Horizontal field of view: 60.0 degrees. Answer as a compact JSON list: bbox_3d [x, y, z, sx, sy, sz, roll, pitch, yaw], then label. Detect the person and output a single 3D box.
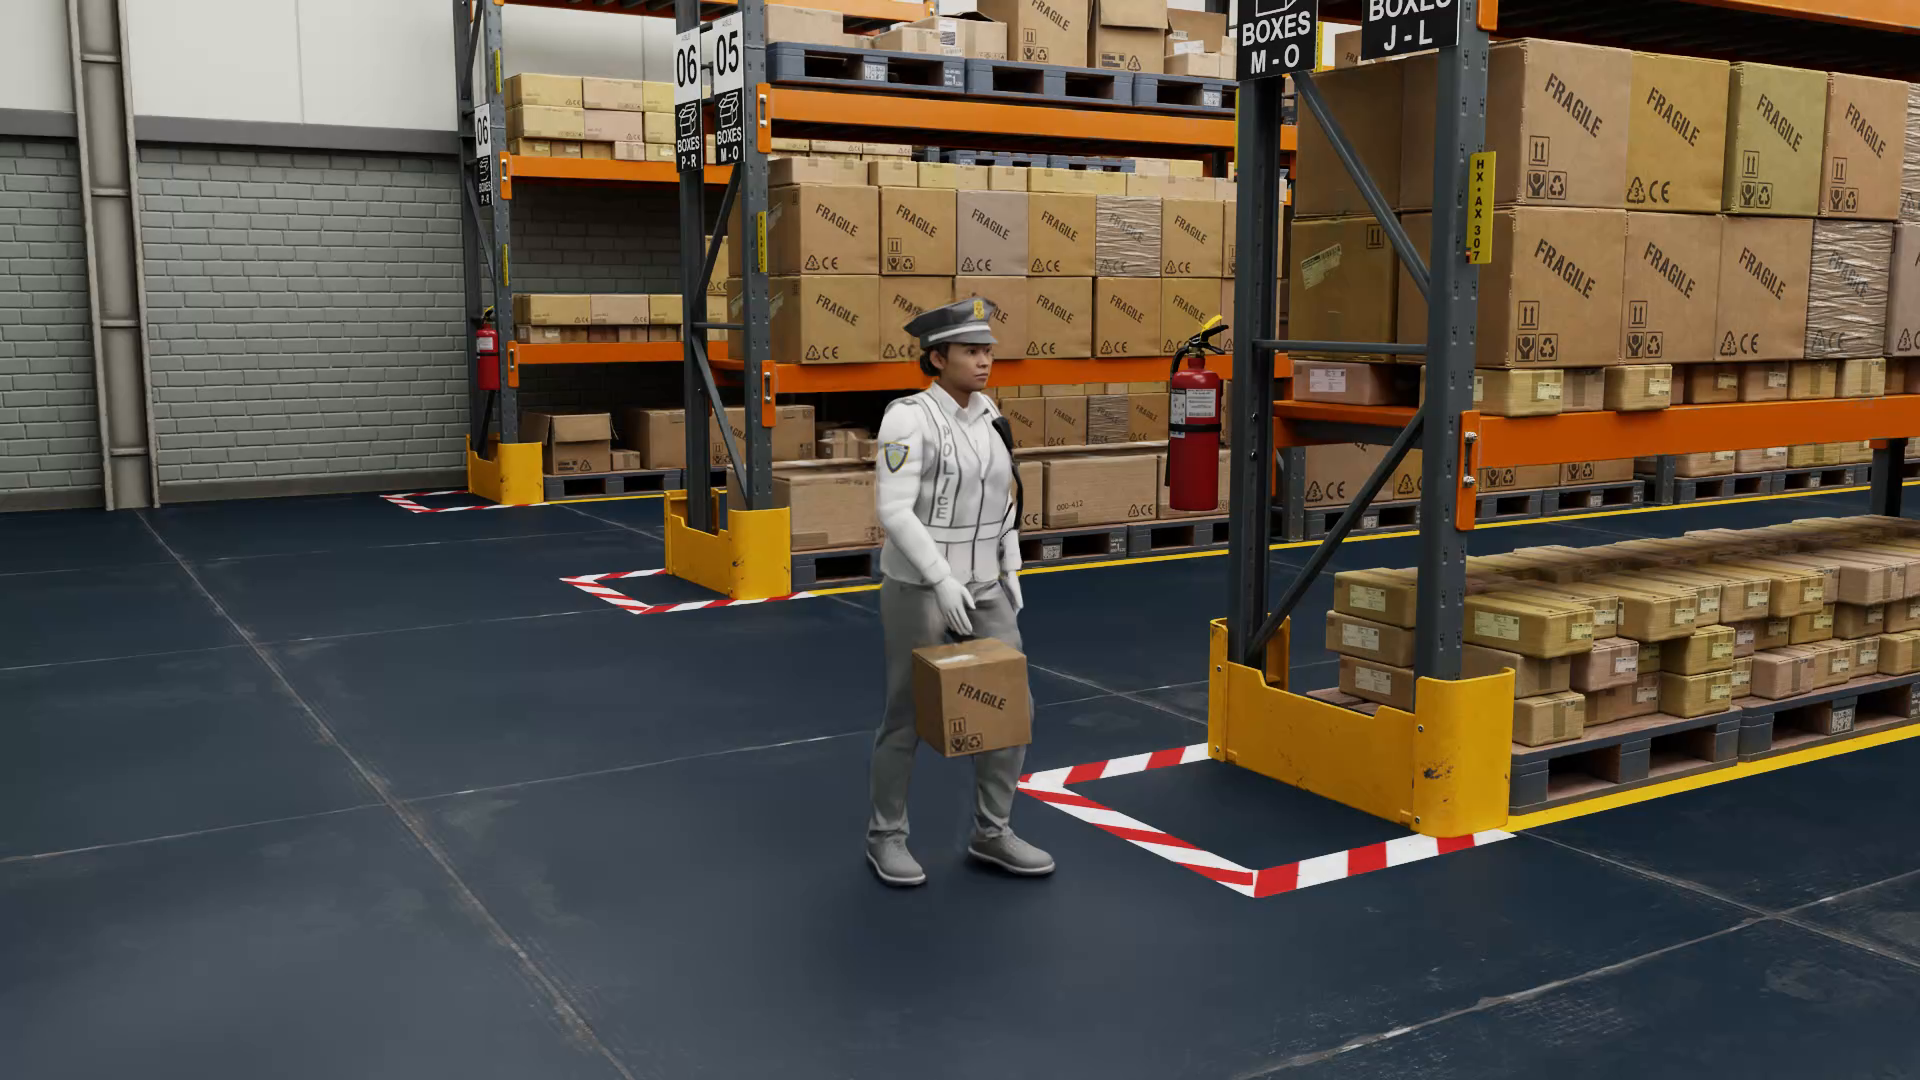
[{"bbox_3d":[-0.017,0.147,4.775,0.583,1.676,0.496,-8,11,-44],"label":"person"}]
